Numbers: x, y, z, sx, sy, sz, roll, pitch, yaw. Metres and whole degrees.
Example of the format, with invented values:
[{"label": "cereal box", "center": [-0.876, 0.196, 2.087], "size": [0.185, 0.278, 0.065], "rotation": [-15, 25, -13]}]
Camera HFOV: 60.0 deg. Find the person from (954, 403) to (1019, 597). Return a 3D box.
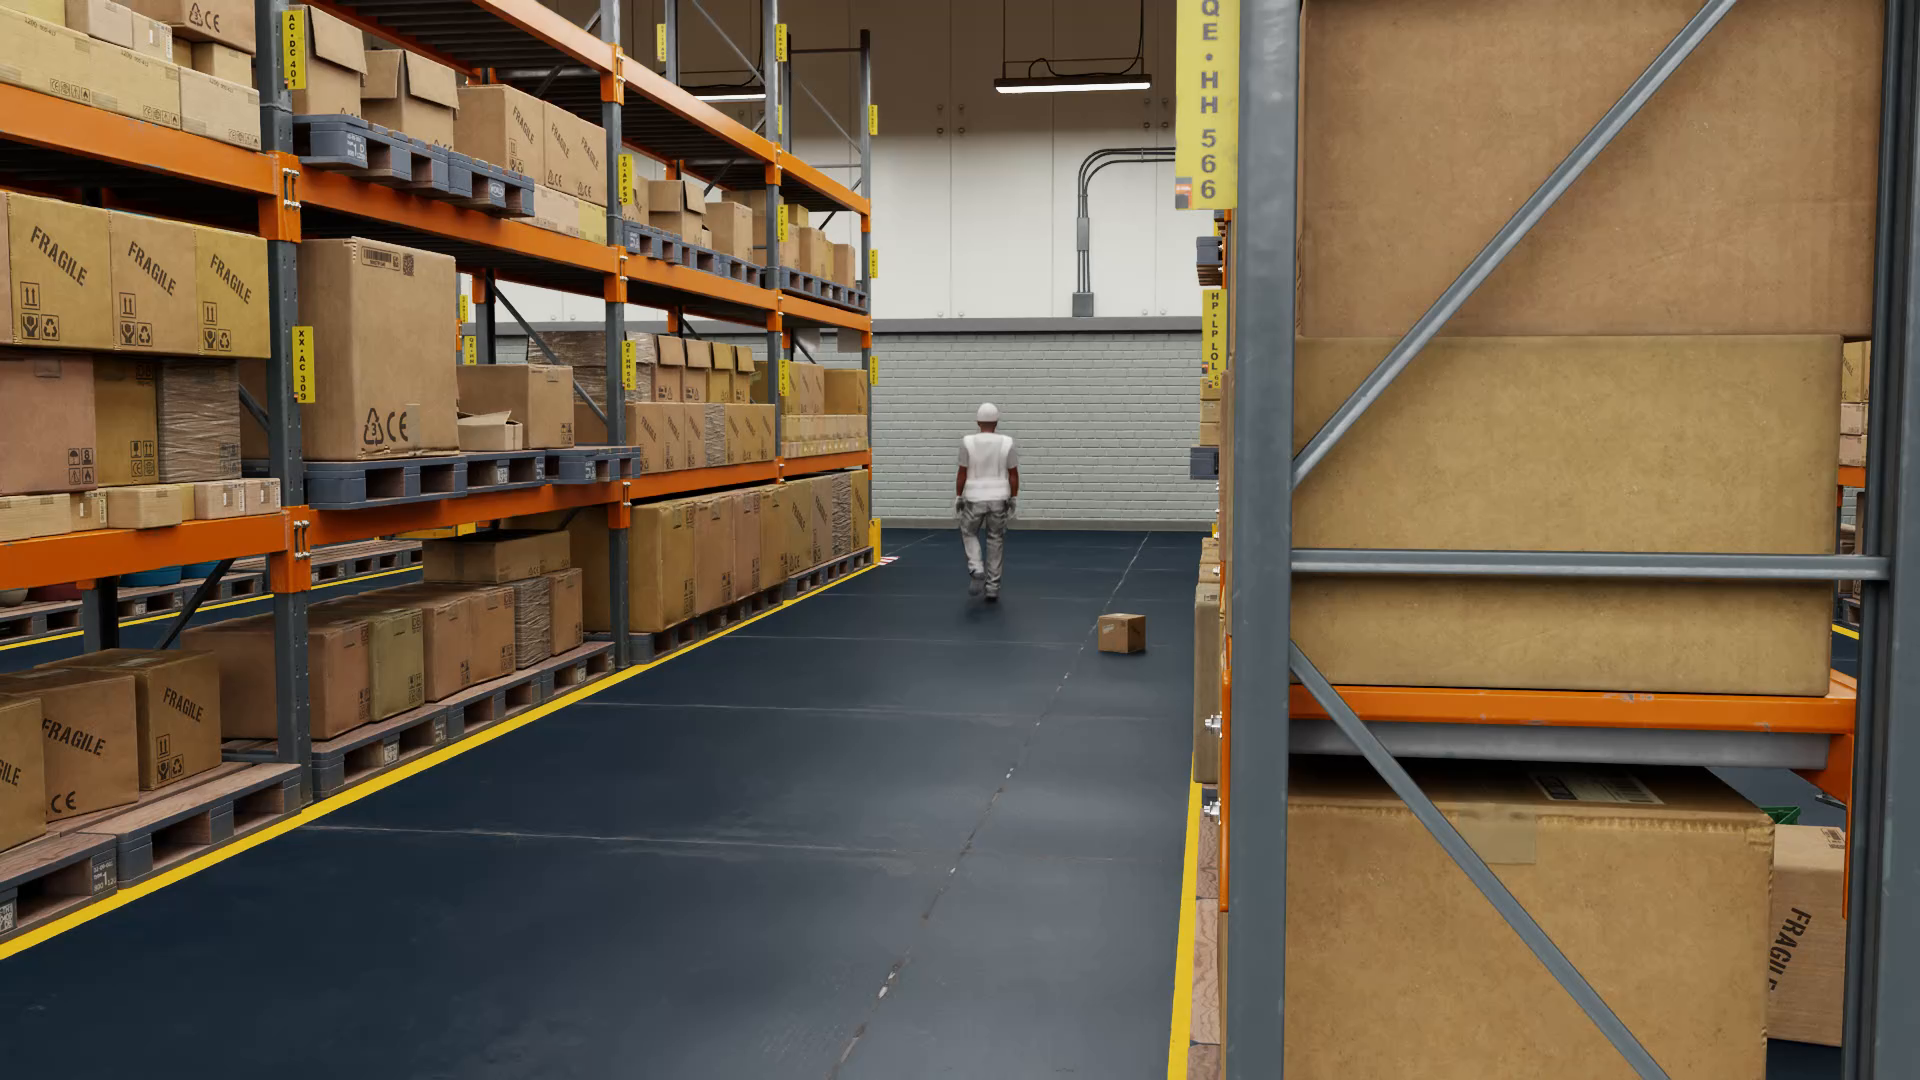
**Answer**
[{"label": "person", "center": [0.239, -0.371, 15.340], "size": [0.600, 1.777, 0.472], "rotation": [0, 4, -2]}]
